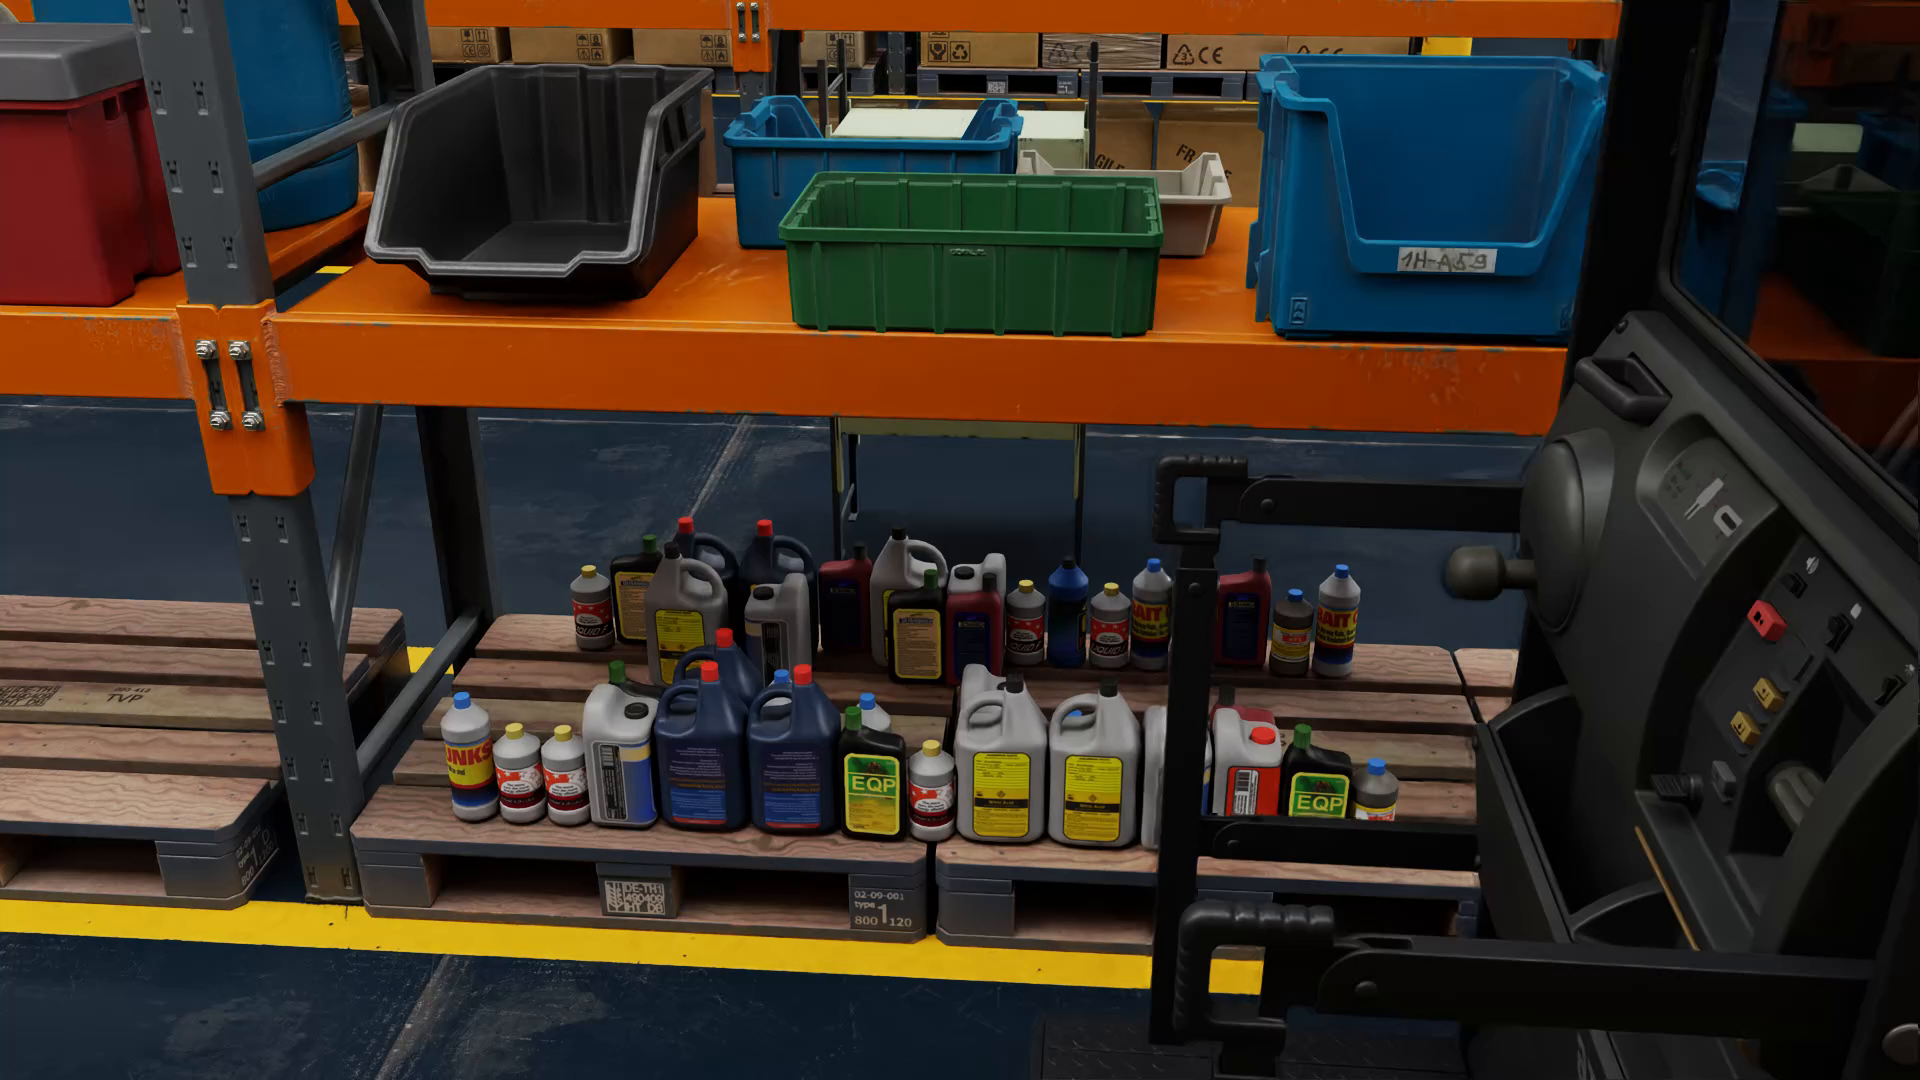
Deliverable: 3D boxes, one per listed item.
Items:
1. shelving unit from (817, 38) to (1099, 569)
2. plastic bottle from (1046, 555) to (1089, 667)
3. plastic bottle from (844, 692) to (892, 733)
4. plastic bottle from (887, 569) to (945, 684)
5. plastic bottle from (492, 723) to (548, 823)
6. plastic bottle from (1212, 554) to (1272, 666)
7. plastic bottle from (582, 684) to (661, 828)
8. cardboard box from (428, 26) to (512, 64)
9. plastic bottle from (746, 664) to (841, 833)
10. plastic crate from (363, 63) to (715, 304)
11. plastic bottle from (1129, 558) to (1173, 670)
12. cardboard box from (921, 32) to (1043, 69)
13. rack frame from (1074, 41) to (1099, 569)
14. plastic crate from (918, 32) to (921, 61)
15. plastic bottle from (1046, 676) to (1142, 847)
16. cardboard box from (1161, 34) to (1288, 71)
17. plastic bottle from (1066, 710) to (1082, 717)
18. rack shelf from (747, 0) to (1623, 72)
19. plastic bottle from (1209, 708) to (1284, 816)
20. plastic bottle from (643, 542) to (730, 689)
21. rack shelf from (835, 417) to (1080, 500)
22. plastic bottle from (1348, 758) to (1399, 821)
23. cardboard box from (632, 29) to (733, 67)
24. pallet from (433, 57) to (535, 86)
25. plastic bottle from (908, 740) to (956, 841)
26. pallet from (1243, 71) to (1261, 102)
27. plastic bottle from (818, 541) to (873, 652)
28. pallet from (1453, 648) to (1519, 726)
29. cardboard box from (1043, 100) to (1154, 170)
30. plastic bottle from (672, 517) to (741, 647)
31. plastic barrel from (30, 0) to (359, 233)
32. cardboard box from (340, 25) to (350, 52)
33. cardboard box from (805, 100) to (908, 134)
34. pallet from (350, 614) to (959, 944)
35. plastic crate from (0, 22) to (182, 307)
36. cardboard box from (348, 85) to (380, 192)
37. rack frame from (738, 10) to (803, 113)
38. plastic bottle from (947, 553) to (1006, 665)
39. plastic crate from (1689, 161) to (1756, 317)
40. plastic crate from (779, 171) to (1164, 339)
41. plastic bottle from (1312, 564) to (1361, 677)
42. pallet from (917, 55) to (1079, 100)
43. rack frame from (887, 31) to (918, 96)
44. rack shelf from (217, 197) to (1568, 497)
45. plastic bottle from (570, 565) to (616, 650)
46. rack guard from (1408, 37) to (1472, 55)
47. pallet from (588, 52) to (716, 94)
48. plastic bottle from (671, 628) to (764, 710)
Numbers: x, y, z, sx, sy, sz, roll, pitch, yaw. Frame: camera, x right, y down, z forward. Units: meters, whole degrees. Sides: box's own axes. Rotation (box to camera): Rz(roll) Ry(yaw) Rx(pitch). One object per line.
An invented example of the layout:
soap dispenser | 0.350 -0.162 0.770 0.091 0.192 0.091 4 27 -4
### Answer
shelving unit | 0.007 -0.681 4.936 0.755 1.500 0.431 2 25 4
plastic bottle | 0.261 0.167 4.037 0.097 0.271 0.097 0 25 0
plastic bottle | -0.189 0.441 3.441 0.097 0.271 0.097 0 25 0
plastic bottle | -0.104 0.202 3.945 0.133 0.283 0.061 2 25 4
plastic bottle | -0.914 0.475 3.450 0.097 0.201 0.097 0 25 0
plastic bottle | 0.681 0.167 4.022 0.133 0.283 0.061 2 25 5
plastic bottle | -0.691 0.437 3.444 0.135 0.276 0.152 3 25 6
cardboard box | -3.828 -4.160 12.892 0.750 0.750 1.050 2 25 3
plastic bottle | -0.338 0.416 3.400 0.185 0.351 0.144 1 25 2
plastic crate | -0.787 -0.694 3.245 0.504 0.338 0.767 2 25 4
plastic bottle | 0.463 0.173 4.023 0.097 0.271 0.097 0 25 0
cardboard box | 0.182 -4.097 12.605 0.875 0.875 0.875 2 25 5
rack frame | 0.372 -0.669 4.911 0.023 1.500 0.400 2 25 4
plastic crate | -0.166 -4.210 14.106 0.662 0.188 0.450 16 39 31
plastic bottle | 0.271 0.436 3.358 0.185 0.351 0.144 3 25 6
cardboard box | 1.990 -4.040 12.480 0.875 0.875 0.875 1 25 3
plastic bottle | 0.237 0.452 3.501 0.097 0.201 0.097 0 25 0
rack shelf | 1.074 -2.466 7.881 4.000 0.370 1.077 2 25 4
plastic bottle | 0.575 0.478 3.356 0.135 0.276 0.152 2 25 4
plastic bottle | -0.646 0.172 3.931 0.185 0.351 0.144 2 25 4
rack shelf | 0.007 -0.385 5.072 0.720 0.370 0.431 2 25 4
plastic bottle | 0.824 0.531 3.329 0.097 0.201 0.097 0 25 0
cardboard box | -2.027 -4.104 12.770 0.750 0.750 1.050 2 25 4
pallet | -3.648 -3.725 13.093 1.213 0.211 1.003 2 25 4
plastic bottle | -0.058 0.503 3.391 0.097 0.201 0.097 0 25 0
pallet | 2.745 -3.519 12.645 1.213 0.211 1.003 2 25 4
plastic bottle | -0.278 0.136 4.089 0.133 0.283 0.061 3 25 8
pallet | 1.800 0.591 3.712 1.213 0.211 1.003 2 25 4
cardboard box | 0.672 -1.880 8.236 0.500 0.500 0.500 0 25 -1
plastic bottle | -0.635 0.112 4.062 0.185 0.351 0.144 1 25 3
plastic barrel | -1.662 -1.159 3.580 0.708 0.901 0.600 2 25 4
cardboard box | -5.104 -4.016 12.877 0.500 0.500 0.500 2 25 4
cardboard box | -0.525 -1.882 8.241 0.500 0.500 0.500 1 25 2
pallet | -0.633 0.513 3.882 1.213 0.211 1.003 2 25 4
plastic crate | -1.806 -0.709 3.127 0.583 0.464 0.402 2 25 4
cardboard box | -3.119 -2.008 8.490 0.500 0.500 0.700 4 25 8
rack frame | -0.920 -2.857 7.870 0.127 3.000 1.000 2 25 4
plastic bottle | 0.040 0.169 4.027 0.135 0.276 0.152 2 25 5
plastic crate | 1.520 -0.511 2.951 0.408 0.251 0.499 2 25 4
plastic crate | 0.032 -0.535 3.078 0.662 0.188 0.450 2 25 4
plastic bottle | 0.905 0.187 3.992 0.097 0.271 0.097 0 25 0
pallet | 0.312 -3.597 12.815 1.213 0.211 1.003 2 25 4
rack frame | -0.440 -4.921 12.355 0.127 3.000 1.000 2 25 4
rack shelf | 0.695 -0.402 3.395 4.000 0.370 1.077 2 25 4
plastic bottle | -0.914 0.161 4.134 0.097 0.201 0.097 0 25 0
rack guard | 3.572 -3.656 12.598 0.348 0.500 1.175 2 25 4
pallet | -2.435 -3.685 13.006 1.213 0.211 1.003 2 25 4
plastic bottle | -0.515 0.350 3.544 0.185 0.351 0.144 2 25 4
